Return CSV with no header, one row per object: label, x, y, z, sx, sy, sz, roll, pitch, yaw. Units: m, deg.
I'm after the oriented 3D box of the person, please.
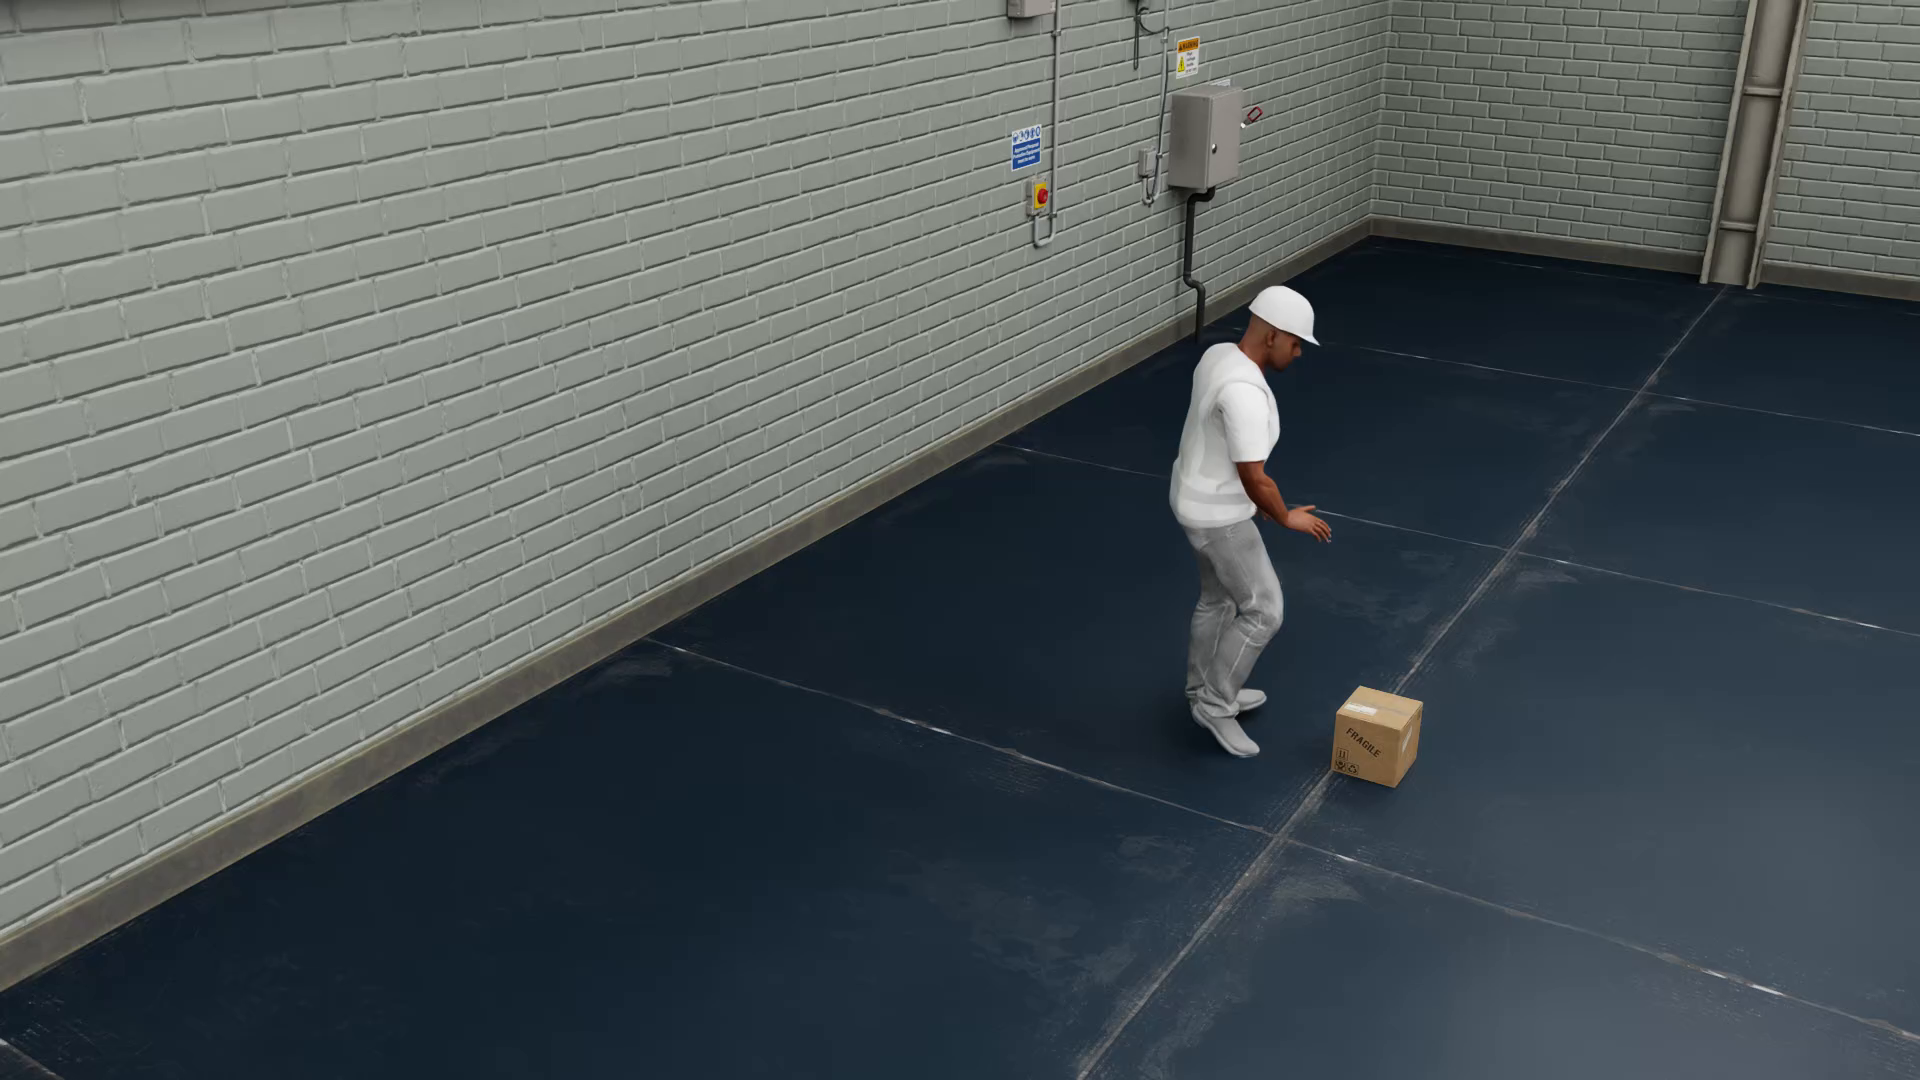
person,1.079,-0.077,6.268,0.570,1.782,0.589,0,23,0
